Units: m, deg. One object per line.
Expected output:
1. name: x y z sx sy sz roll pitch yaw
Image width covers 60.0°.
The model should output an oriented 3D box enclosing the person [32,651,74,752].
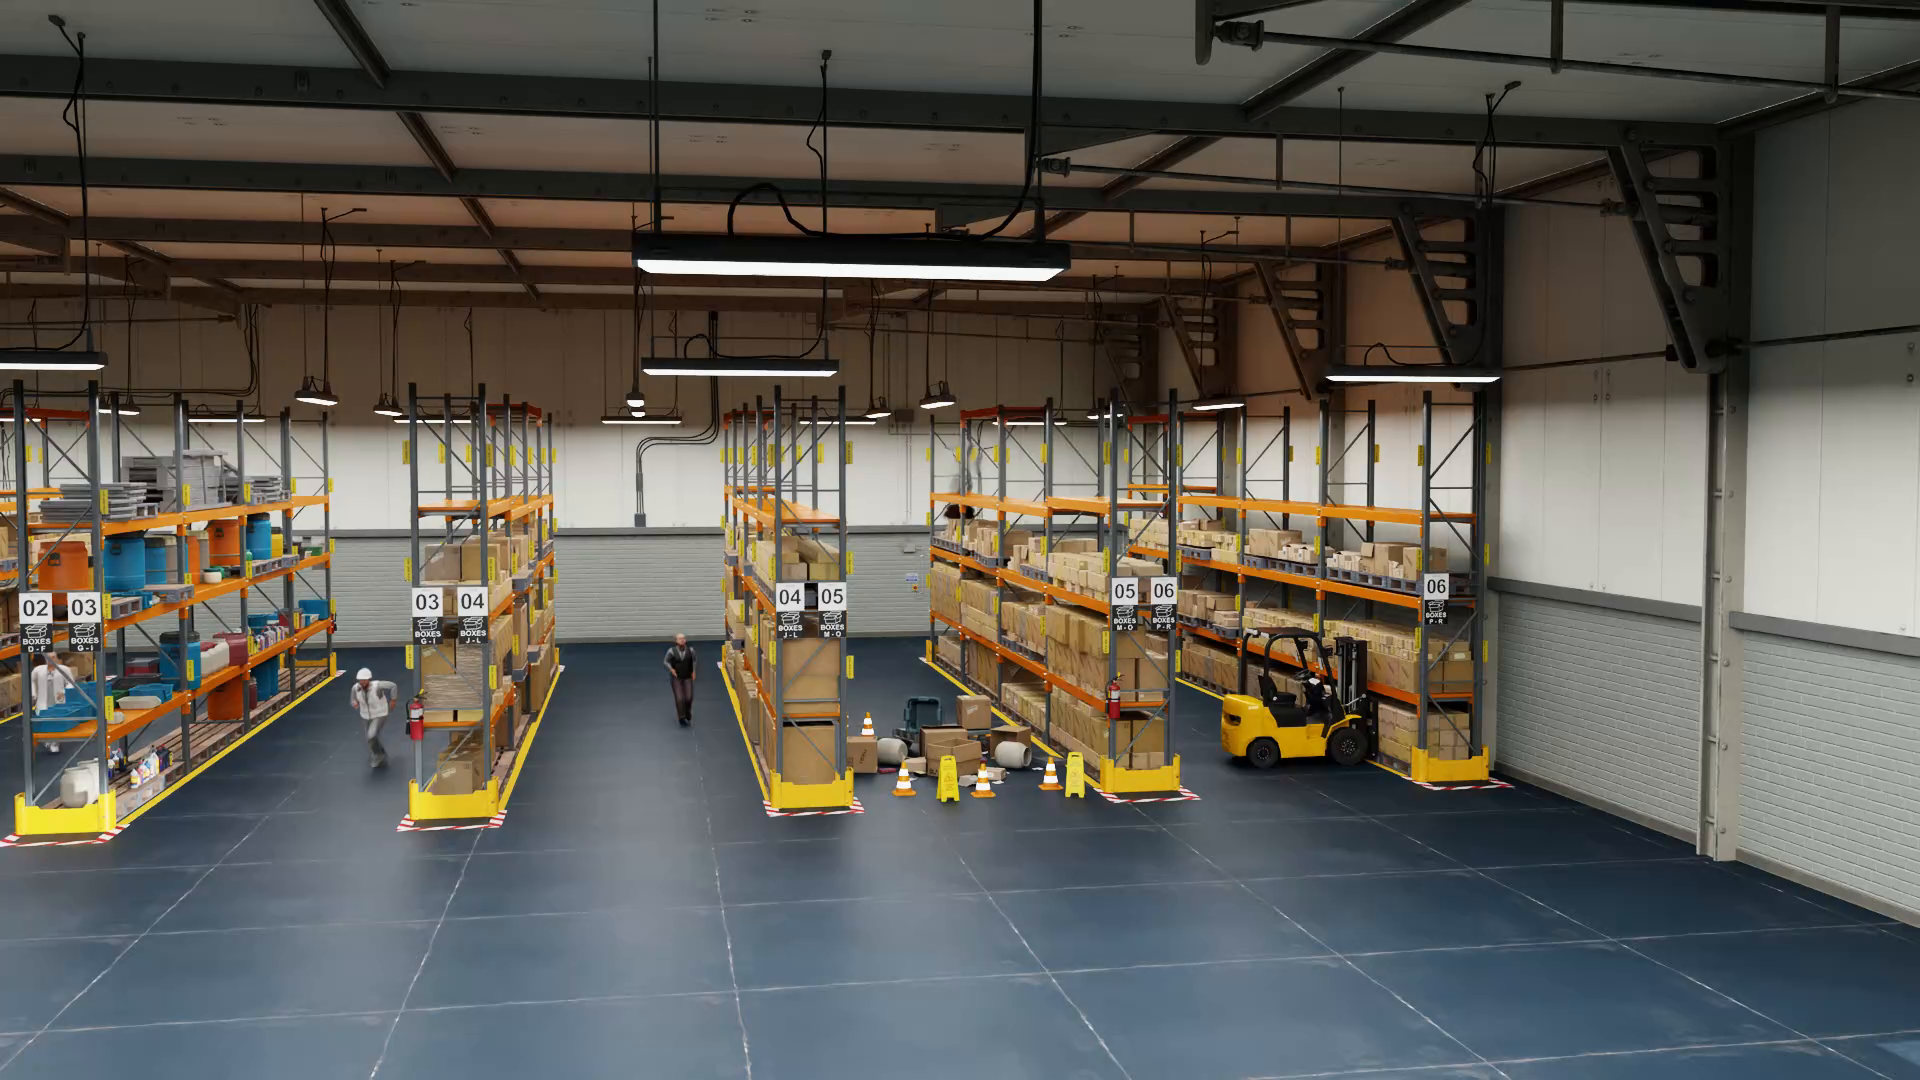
1. person: -15.254 2.720 27.898 0.700 1.722 0.658 -1 3 -25

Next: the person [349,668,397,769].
1. person: -9.366 2.844 26.609 0.694 1.659 0.964 0 3 3

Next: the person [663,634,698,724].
1. person: -5.190 2.589 30.979 0.661 1.680 0.571 -1 3 -15
